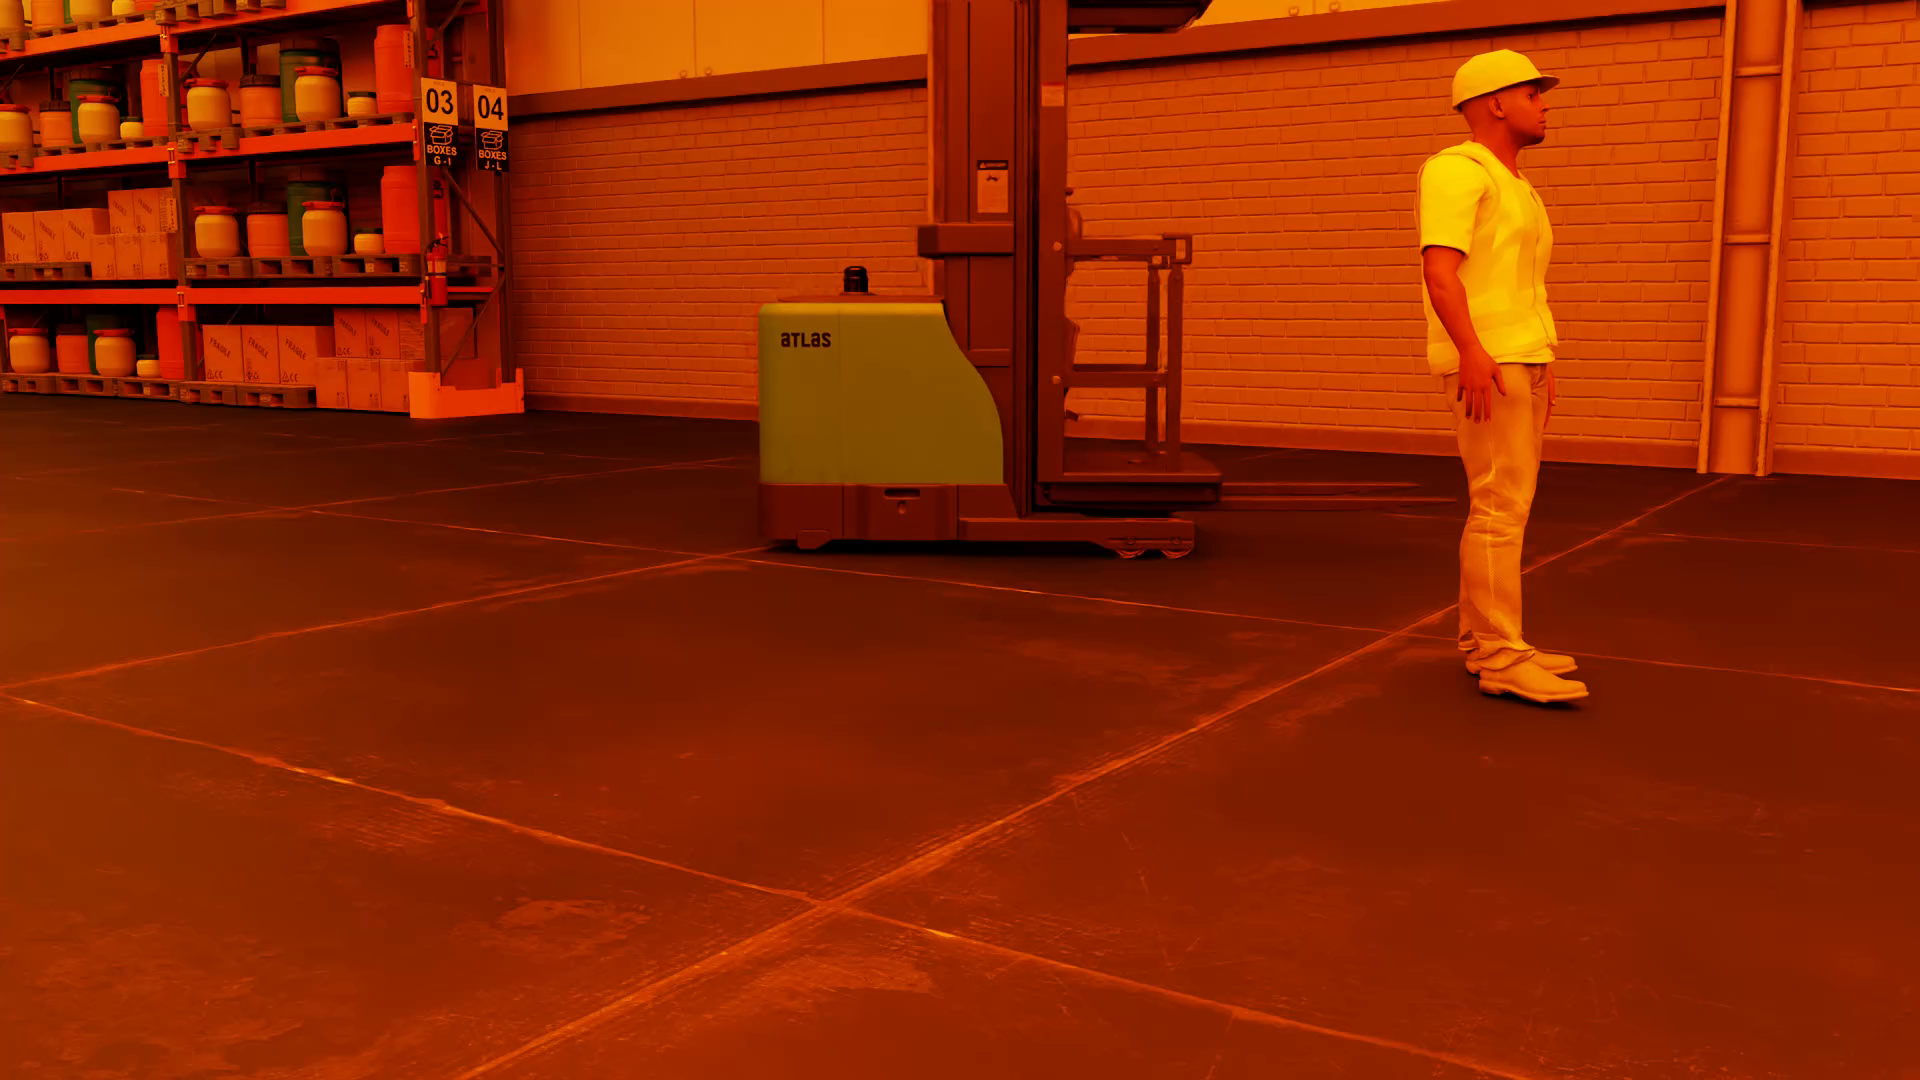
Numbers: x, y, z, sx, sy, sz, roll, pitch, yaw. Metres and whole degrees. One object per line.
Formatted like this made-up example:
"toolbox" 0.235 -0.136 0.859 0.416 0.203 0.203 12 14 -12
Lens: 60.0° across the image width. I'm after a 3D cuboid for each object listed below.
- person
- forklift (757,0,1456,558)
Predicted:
"person" 1.580 -0.482 4.671 0.576 1.767 0.665 6 10 34
"forklift" 0.647 -1.451 7.395 3.031 2.935 1.130 0 8 1
